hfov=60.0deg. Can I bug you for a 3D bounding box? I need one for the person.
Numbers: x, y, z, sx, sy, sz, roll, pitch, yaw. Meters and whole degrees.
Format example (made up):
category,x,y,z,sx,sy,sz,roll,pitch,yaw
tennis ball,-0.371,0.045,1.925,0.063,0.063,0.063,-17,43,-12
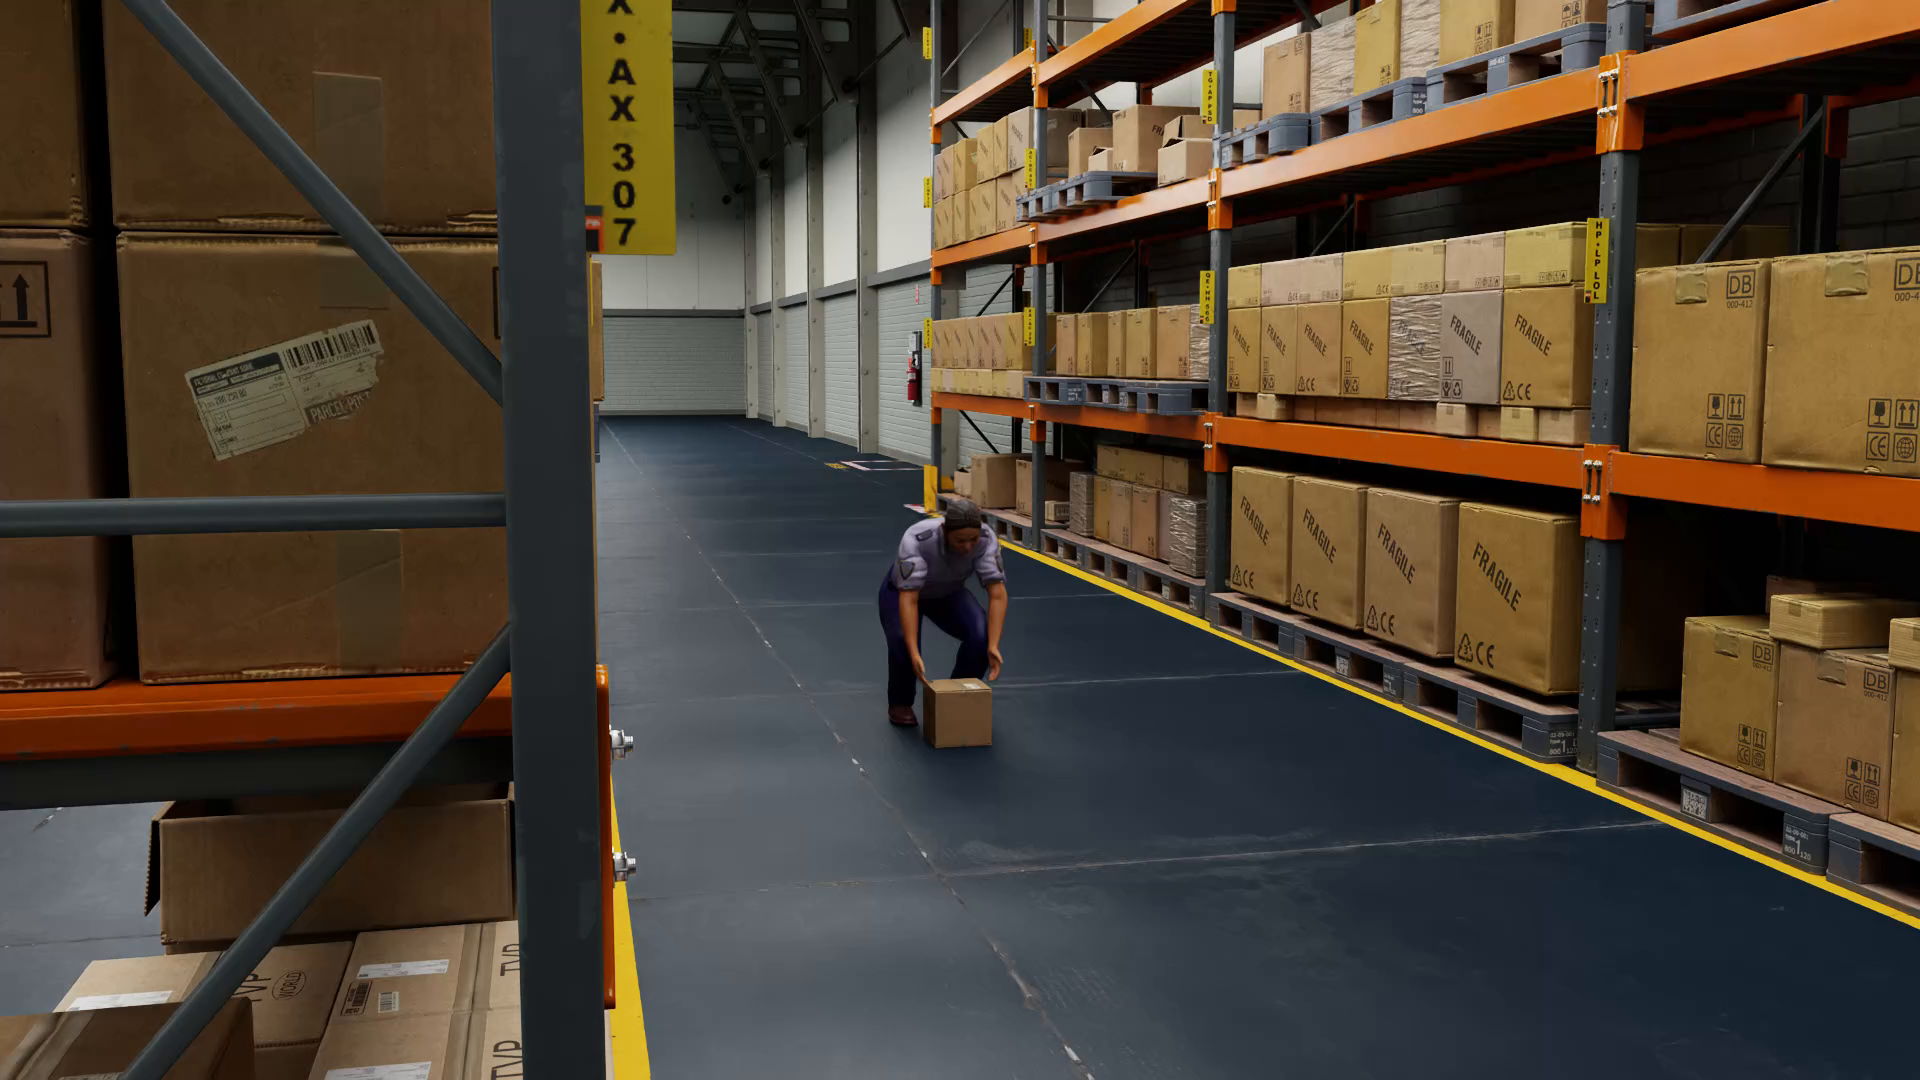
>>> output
category,x,y,z,sx,sy,sz,roll,pitch,yaw
person,-0.086,0.316,7.597,0.534,1.060,0.785,-2,6,-14
